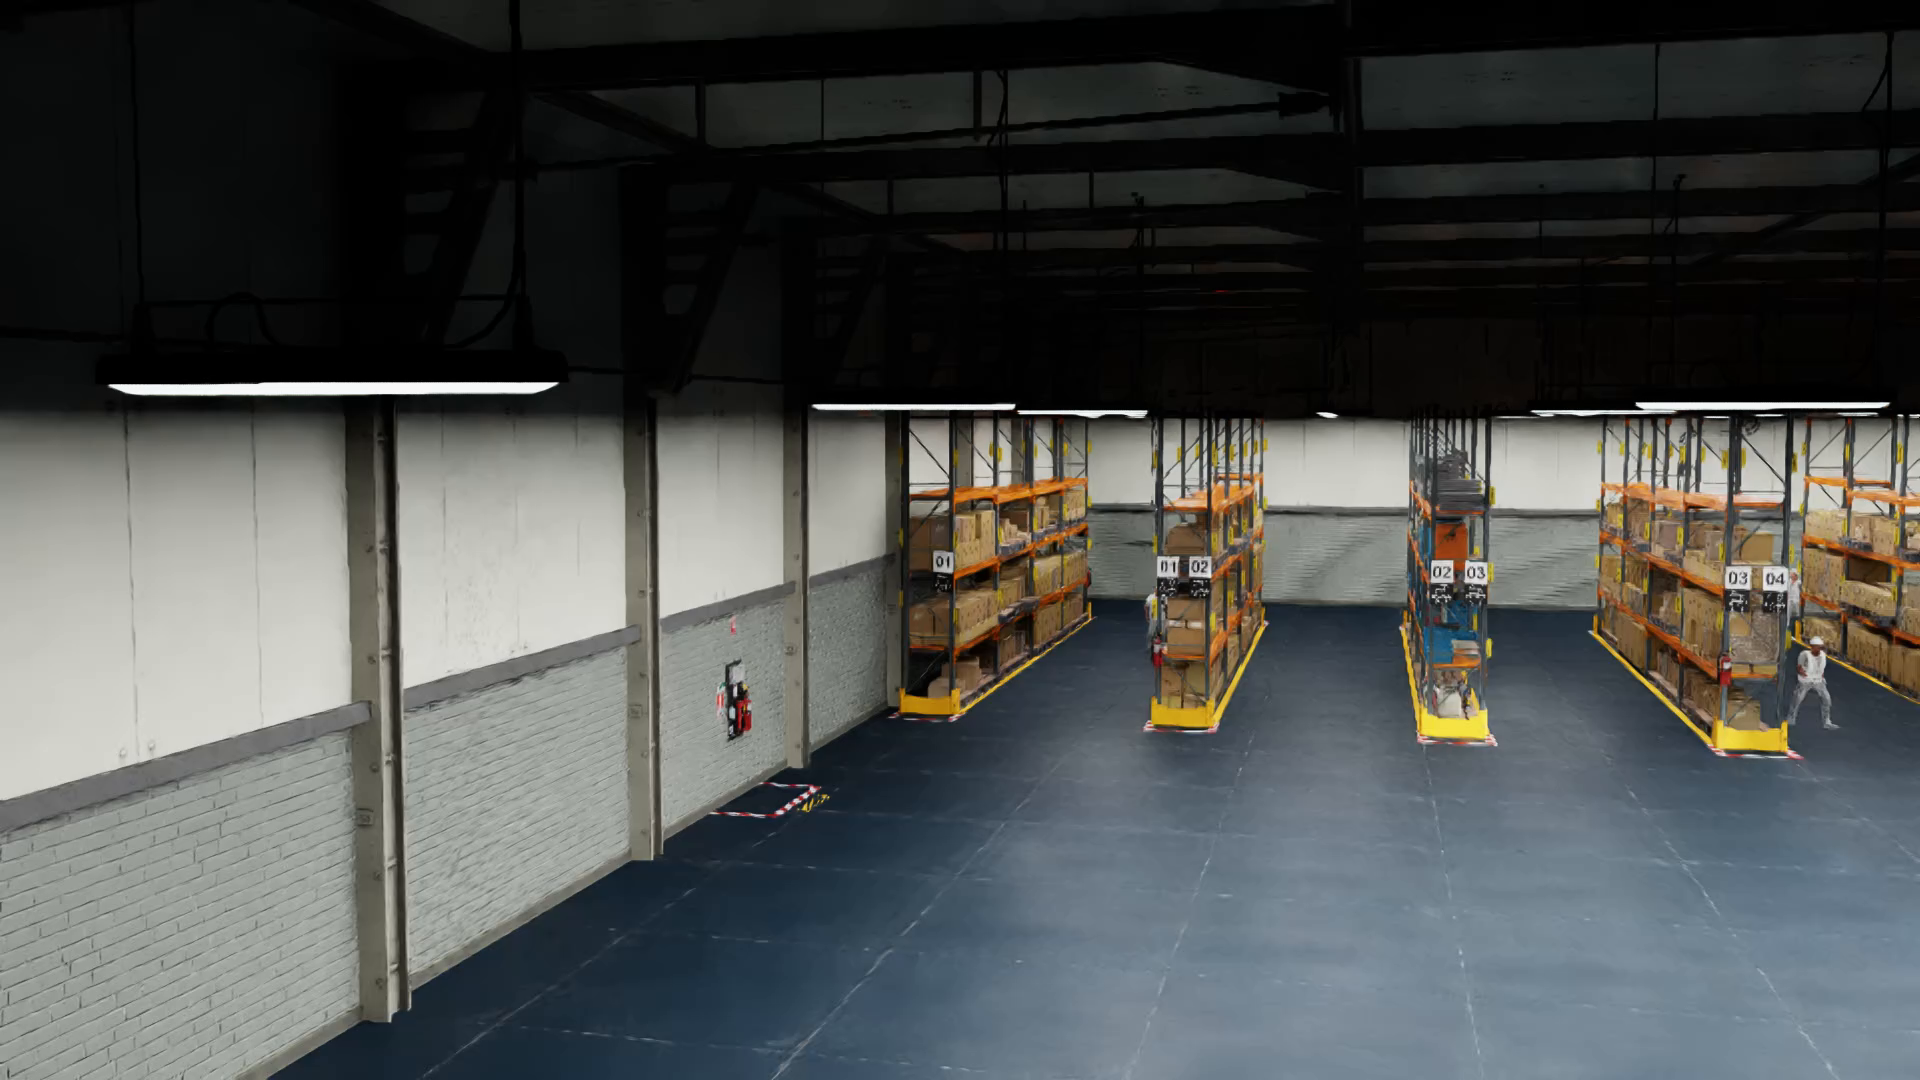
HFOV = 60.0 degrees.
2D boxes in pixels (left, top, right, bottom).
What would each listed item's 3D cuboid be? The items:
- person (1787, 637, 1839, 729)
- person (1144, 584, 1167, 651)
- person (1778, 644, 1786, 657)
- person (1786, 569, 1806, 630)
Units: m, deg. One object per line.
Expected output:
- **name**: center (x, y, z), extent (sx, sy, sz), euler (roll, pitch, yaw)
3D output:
- **person**: center (15.849, 2.634, 30.953), extent (0.696, 1.716, 0.828), euler (0, 4, -4)
- **person**: center (4.885, 1.925, 41.087), extent (0.682, 1.715, 0.536), euler (1, 4, 12)
- **person**: center (19.669, 1.969, 40.246), extent (0.598, 1.698, 1.193), euler (1, 4, 16)
- **person**: center (22.231, 1.650, 44.364), extent (0.713, 1.772, 0.610), euler (-2, 4, -23)
